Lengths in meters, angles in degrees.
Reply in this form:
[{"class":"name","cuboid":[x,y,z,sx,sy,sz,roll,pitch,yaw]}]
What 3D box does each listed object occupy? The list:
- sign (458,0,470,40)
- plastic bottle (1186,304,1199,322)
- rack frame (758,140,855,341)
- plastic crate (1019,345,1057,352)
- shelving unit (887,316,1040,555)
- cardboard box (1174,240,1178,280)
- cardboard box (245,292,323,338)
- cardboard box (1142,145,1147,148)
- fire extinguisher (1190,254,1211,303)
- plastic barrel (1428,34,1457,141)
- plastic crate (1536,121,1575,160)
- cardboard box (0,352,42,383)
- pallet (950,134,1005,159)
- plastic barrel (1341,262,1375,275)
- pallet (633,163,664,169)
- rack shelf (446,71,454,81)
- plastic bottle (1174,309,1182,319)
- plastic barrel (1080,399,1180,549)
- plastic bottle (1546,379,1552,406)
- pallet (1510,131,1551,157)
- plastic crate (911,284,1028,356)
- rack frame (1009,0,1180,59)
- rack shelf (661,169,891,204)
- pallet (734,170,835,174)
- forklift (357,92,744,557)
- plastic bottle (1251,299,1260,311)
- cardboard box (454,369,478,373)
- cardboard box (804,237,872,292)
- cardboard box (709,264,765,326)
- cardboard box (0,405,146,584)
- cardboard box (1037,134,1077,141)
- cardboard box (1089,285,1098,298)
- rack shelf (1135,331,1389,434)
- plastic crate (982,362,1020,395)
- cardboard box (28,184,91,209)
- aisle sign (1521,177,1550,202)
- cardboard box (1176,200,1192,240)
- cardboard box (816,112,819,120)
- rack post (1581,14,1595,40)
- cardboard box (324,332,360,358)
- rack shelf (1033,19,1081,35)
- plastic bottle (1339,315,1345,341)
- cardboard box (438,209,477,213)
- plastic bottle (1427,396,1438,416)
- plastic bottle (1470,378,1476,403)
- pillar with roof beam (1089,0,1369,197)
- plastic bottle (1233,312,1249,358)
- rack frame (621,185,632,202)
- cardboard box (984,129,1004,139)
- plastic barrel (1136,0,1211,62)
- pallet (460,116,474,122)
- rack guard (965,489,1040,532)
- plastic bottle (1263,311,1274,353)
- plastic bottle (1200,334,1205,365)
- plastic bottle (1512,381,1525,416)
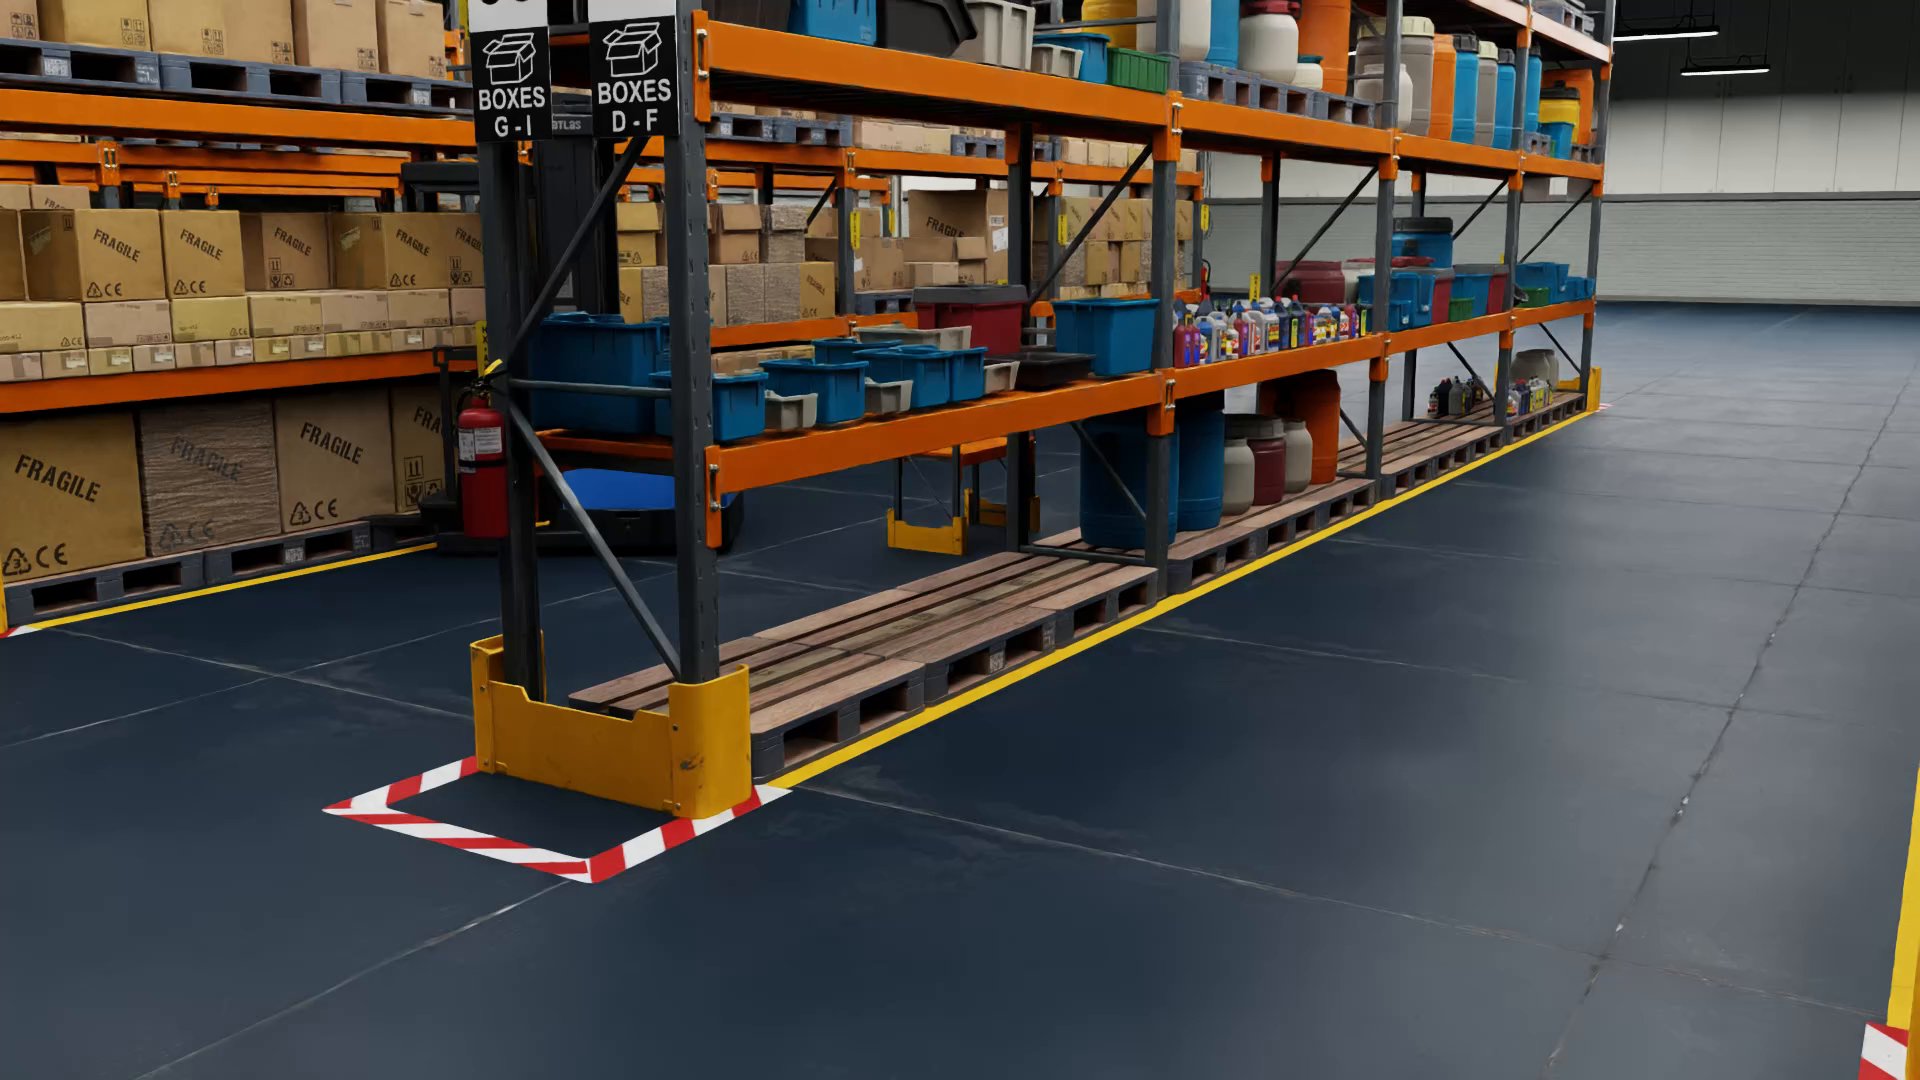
[{"class":"sign","cuboid":[-1.822,-2.023,6.156,0.100,0.325,0.005,6,12,31]},{"class":"plastic bottle","cuboid":[1.589,-1.492,11.524,0.152,0.276,0.135,6,12,31]},{"class":"rack frame","cuboid":[-1.423,-2.281,15.404,1.000,3.000,0.127,6,12,31]},{"class":"plastic crate","cuboid":[0.370,-1.020,9.217,0.396,0.136,0.243,6,12,31]},{"class":"shelving unit","cuboid":[0.040,-0.749,11.295,0.587,1.500,1.083,6,12,31]},{"class":"cardboard box","cuboid":[2.264,-3.561,21.158,0.875,0.500,0.500,6,12,31]},{"class":"cardboard box","cuboid":[-4.302,-1.389,10.236,0.500,0.250,0.500,6,12,30]},{"class":"cardboard box","cuboid":[2.171,-4.859,20.344,0.380,0.149,0.250,6,12,28]},{"class":"fire extinguisher","cuboid":[3.184,-3.476,21.992,0.296,0.674,0.183,6,12,31]},{"class":"plastic barrel","cuboid":[3.762,-3.705,13.689,0.600,0.830,0.708,6,12,31]},{"class":"plastic crate","cuboid":[6.231,-4.204,17.567,0.392,0.384,0.575,6,12,31]},{"class":"cardboard box","cuboid":[-5.110,-0.924,8.836,0.380,0.149,0.250,7,12,31]},{"class":"pallet","cuboid":[-0.294,-4.042,17.168,1.213,0.211,1.003,6,12,31]},{"class":"plastic barrel","cuboid":[3.380,-2.112,14.193,0.421,0.512,0.421,0,11,0]},{"class":"pallet","cuboid":[-3.967,-4.632,20.326,0.805,0.209,1.217,6,12,28]},{"class":"rack shelf","cuboid":[-6.778,-6.765,25.016,1.077,0.370,4.000,6,12,31]},{"class":"plastic bottle","cuboid":[1.420,-1.394,11.014,0.097,0.271,0.097,0,11,0]},{"class":"plastic barrel","cuboid":[1.031,-0.438,10.119,0.600,0.901,0.708,6,12,31]},{"class":"plastic bottle","cuboid":[6.340,-1.597,17.932,0.061,0.283,0.133,7,13,32]},{"class":"pallet","cuboid":[5.178,-3.942,16.634,1.213,0.211,1.003,6,12,31]},{"class":"plastic crate","cuboid":[0.056,-1.124,8.882,0.402,0.464,0.583,6,12,31]},{"class":"rack frame","cuboid":[0.734,-4.128,8.964,1.000,3.000,0.127,6,12,31]},{"class":"rack shelf","cuboid":[-2.494,-4.836,22.850,1.077,0.370,4.000,6,12,31]},{"class":"pallet","cuboid":[-2.465,-5.150,22.815,1.003,0.211,1.213,6,12,31]},{"class":"forklift","cuboid":[-3.031,-1.428,11.033,3.031,2.935,1.130,0,11,-1]},{"class":"plastic bottle","cuboid":[2.226,-1.692,12.606,0.097,0.271,0.097,0,11,0]},{"class":"cardboard box","cuboid":[-3.184,-0.917,12.748,1.225,0.875,0.875,6,12,31]},{"class":"cardboard box","cuboid":[-1.177,-2.626,15.830,0.500,0.500,0.500,5,12,24]},{"class":"cardboard box","cuboid":[-1.998,-2.070,14.000,0.500,0.500,0.500,6,12,29]},{"class":"cardboard box","cuboid":[-5.312,-0.294,9.419,0.875,0.875,0.875,6,12,31]},{"class":"cardboard box","cuboid":[1.086,-4.529,18.581,0.380,0.149,0.250,6,12,29]},{"class":"cardboard box","cuboid":[1.391,-2.912,19.457,0.380,0.149,0.250,6,12,31]},{"class":"rack shelf","cuboid":[1.772,-1.140,11.262,1.077,0.370,4.000,6,12,31]},{"class":"plastic crate","cuboid":[0.086,-0.776,7.918,0.293,0.136,0.466,6,12,31]},{"class":"cardboard box","cuboid":[-7.699,-2.729,13.998,0.500,0.500,0.500,6,12,29]},{"class":"aisle sign","cuboid":[6.751,-4.384,19.568,0.394,0.787,0.004,6,12,31]},{"class":"cardboard box","cuboid":[2.656,-4.116,21.408,0.500,0.500,0.500,6,12,31]},{"class":"cardboard box","cuboid":[-1.389,-4.150,15.601,0.500,0.500,0.500,7,13,32]},{"class":"rack post","cuboid":[6.462,-5.663,18.521,0.937,0.300,0.954,8,13,37]},{"class":"cardboard box","cuboid":[-4.045,-1.248,10.564,0.380,0.149,0.250,6,12,30]},{"class":"rack shelf","cuboid":[1.692,-5.819,19.959,1.077,0.370,4.000,6,12,31]},{"class":"plastic bottle","cuboid":[2.719,-1.538,11.974,0.097,0.201,0.097,0,11,0]},{"class":"cardboard box","cuboid":[-5.368,-3.381,18.291,0.700,0.500,0.500,6,12,30]},{"class":"plastic bottle","cuboid":[4.809,-1.365,16.917,0.097,0.201,0.097,0,11,0]},{"class":"plastic bottle","cuboid":[5.578,-1.632,18.155,0.097,0.271,0.097,0,11,0]},{"class":"pillar with roof beam","cuboid":[8.139,-12.192,52.040,9.100,9.000,0.548,6,12,31]},{"class":"plastic bottle","cuboid":[1.750,-1.278,10.363,0.061,0.283,0.133,6,12,31]},{"class":"rack frame","cuboid":[-5.739,-4.486,27.182,1.000,3.000,0.127,6,12,31]},{"class":"cardboard box","cuboid":[0.251,-4.368,17.621,0.396,0.266,0.258,7,13,33]},{"class":"plastic barrel","cuboid":[1.221,-2.986,9.503,0.433,0.535,0.433,0,11,0]},{"class":"pallet","cuboid":[-3.066,-3.182,12.580,0.805,0.209,1.217,6,12,28]},{"class":"rack guard","cuboid":[0.298,-0.213,11.828,0.587,0.250,0.087,6,12,31]},{"class":"plastic bottle","cuboid":[1.984,-1.350,10.778,0.097,0.271,0.097,0,11,0]},{"class":"plastic bottle","cuboid":[1.402,-1.139,9.843,0.097,0.201,0.097,0,11,0]},{"class":"plastic bottle","cuboid":[5.661,-1.439,16.906,0.144,0.351,0.185,7,13,32]}]
